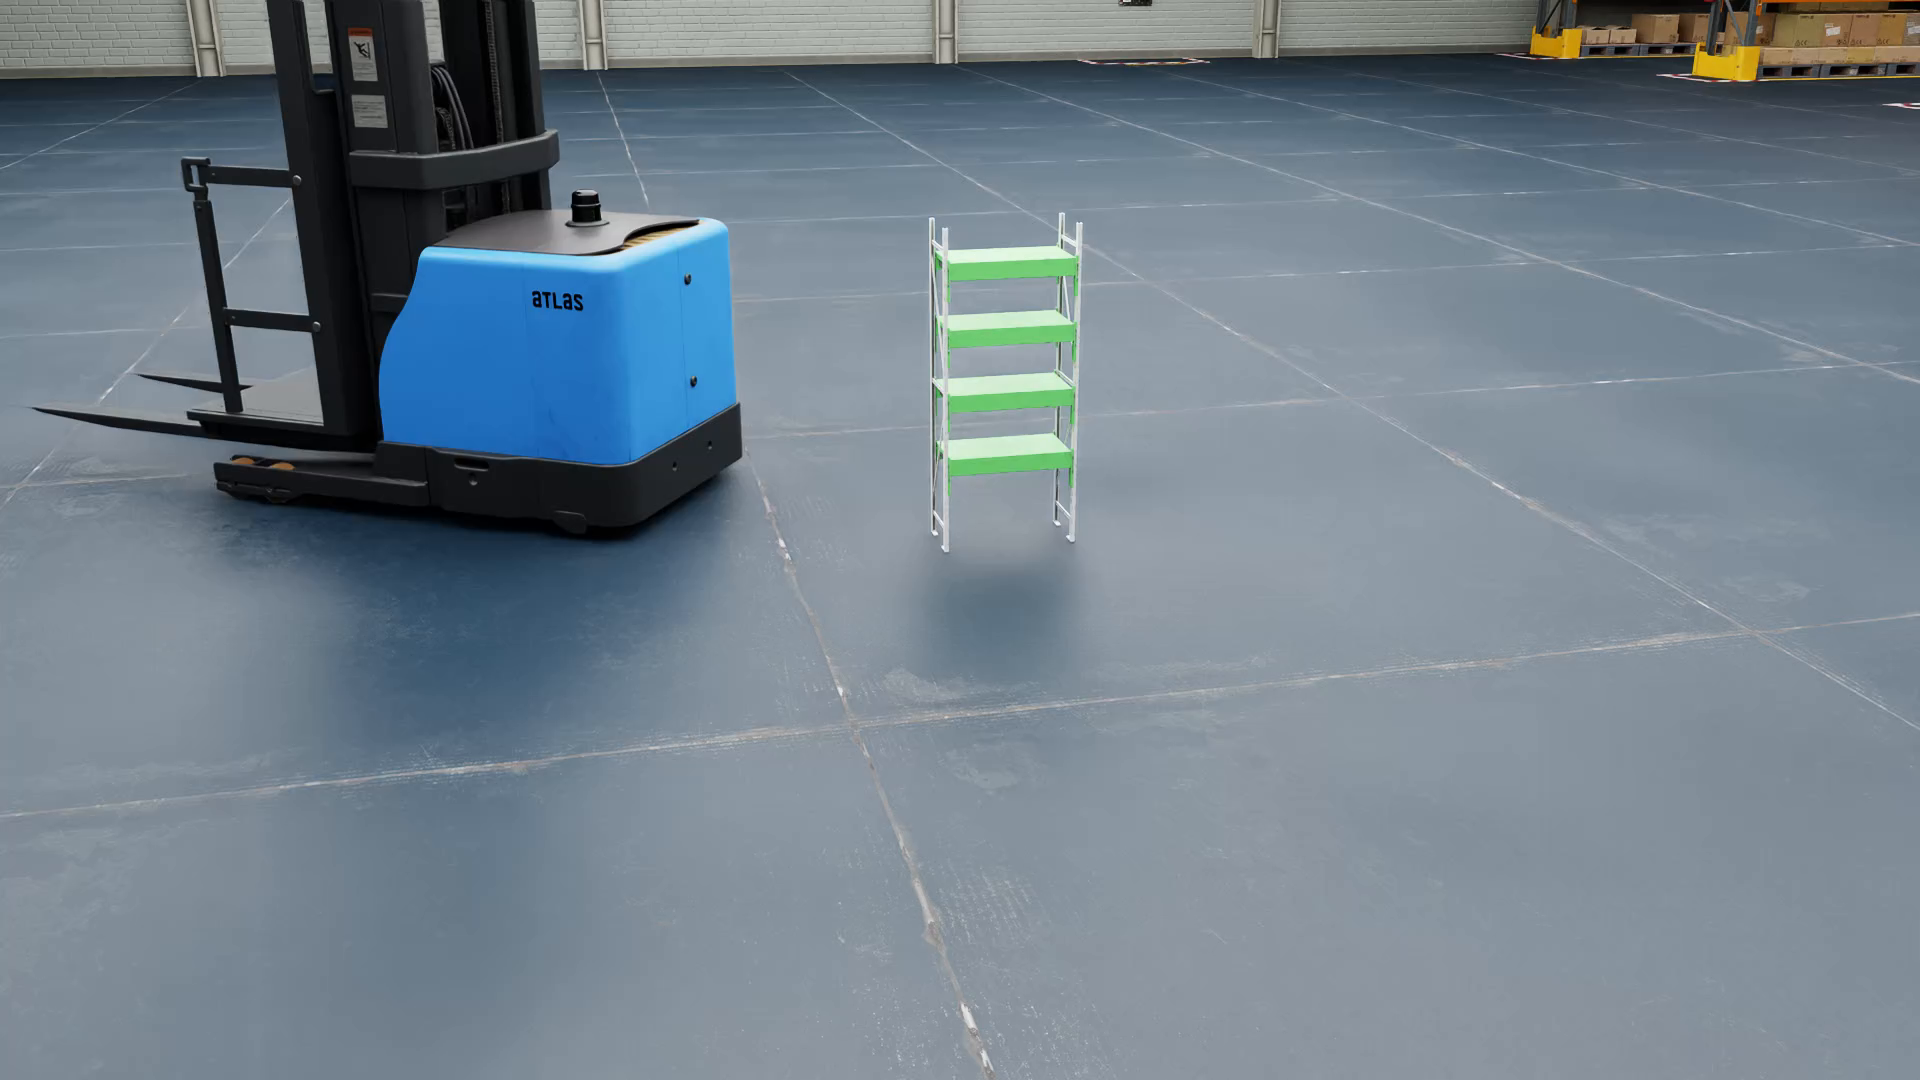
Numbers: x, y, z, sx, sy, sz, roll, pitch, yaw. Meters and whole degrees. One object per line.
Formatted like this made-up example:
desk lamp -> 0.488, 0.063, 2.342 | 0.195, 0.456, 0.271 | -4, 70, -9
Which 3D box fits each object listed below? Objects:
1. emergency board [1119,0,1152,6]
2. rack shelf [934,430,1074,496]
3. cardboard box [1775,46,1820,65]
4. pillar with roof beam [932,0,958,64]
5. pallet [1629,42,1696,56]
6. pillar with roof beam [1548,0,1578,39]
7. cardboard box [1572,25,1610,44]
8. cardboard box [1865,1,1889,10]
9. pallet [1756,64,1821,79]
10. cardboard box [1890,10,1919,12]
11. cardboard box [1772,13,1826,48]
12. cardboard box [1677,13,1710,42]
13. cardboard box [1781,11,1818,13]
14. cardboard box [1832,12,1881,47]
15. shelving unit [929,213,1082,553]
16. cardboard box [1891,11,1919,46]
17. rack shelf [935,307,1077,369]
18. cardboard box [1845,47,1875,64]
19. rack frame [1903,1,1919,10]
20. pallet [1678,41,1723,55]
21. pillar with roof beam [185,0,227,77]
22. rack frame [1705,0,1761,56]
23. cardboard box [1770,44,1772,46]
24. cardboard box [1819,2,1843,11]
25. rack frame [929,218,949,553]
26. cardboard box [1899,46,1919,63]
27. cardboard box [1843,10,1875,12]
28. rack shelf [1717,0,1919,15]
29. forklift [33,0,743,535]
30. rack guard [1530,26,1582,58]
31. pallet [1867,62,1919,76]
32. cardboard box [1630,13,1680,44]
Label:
emergency board -> 3.163, -10.062, 29.423 | 0.643, 1.169, 0.194 | -5, 21, -12
rack shelf -> 0.161, -0.291, 6.249 | 0.480, 0.148, 0.258 | -5, 21, -12
cardboard box -> 13.136, -7.632, 26.176 | 0.500, 0.250, 0.500 | -5, 21, -12
pillar with roof beam -> 0.729, -11.146, 23.660 | 0.400, 9.000, 9.100 | -5, 21, -12
pallet -> 12.991, -9.220, 31.177 | 1.213, 0.211, 1.003 | -5, 21, -12
pillar with roof beam -> 12.407, -12.096, 26.253 | 0.400, 9.000, 9.100 | -5, 21, -12
cardboard box -> 11.628, -9.344, 30.731 | 0.500, 0.311, 0.500 | -7, 21, -19
cardboard box -> 17.461, -10.295, 31.962 | 0.500, 0.250, 0.500 | -4, 21, -11
pallet -> 12.812, -7.483, 26.434 | 1.213, 0.211, 1.003 | -5, 21, -12
cardboard box -> 15.447, -8.360, 27.073 | 0.500, 0.500, 0.500 | -5, 21, -12
cardboard box -> 13.136, -7.984, 26.045 | 0.500, 0.500, 0.500 | -5, 21, -12
cardboard box -> 13.826, -9.629, 31.235 | 0.500, 0.500, 0.500 | -6, 21, -17
cardboard box -> 13.500, -8.202, 26.640 | 0.500, 0.500, 0.500 | -5, 21, -12
cardboard box -> 14.111, -8.061, 26.257 | 0.500, 0.500, 0.500 | -5, 21, -12
shelving unit -> 0.161, -0.576, 6.144 | 0.503, 1.200, 0.258 | -5, 21, -12
cardboard box -> 15.080, -8.147, 26.490 | 0.500, 0.500, 0.500 | -5, 21, -12
rack shelf -> 0.161, -0.742, 6.083 | 0.480, 0.148, 0.258 | -5, 21, -12
cardboard box -> 14.110, -7.710, 26.387 | 0.500, 0.250, 0.500 | -5, 21, -12
rack frame -> 18.719, -11.008, 32.006 | 0.127, 3.000, 1.000 | -5, 21, -12
pallet -> 14.181, -9.317, 31.444 | 1.213, 0.211, 1.003 | -5, 21, -12
pillar with roof beam -> -10.949, -10.197, 21.067 | 0.400, 9.000, 9.100 | -5, 21, -12
rack frame -> 12.077, -8.717, 25.751 | 0.127, 3.000, 1.000 | -5, 21, -12
cardboard box -> 13.015, -7.808, 26.657 | 0.500, 0.250, 0.500 | -5, 21, -12
cardboard box -> 16.472, -10.219, 31.755 | 0.500, 0.250, 0.500 | -5, 21, -14
rack frame -> -0.076, -0.557, 6.091 | 0.015, 1.200, 0.240 | -5, 21, -12
cardboard box -> 15.080, -7.794, 26.617 | 0.500, 0.250, 0.500 | -5, 21, -12
cardboard box -> 14.473, -8.281, 26.857 | 0.500, 0.500, 0.500 | -5, 21, -12
rack shelf -> 14.024, -8.538, 26.307 | 4.000, 0.370, 1.077 | -5, 21, -12
forklift -> -2.500, -1.684, 6.651 | 3.031, 2.935, 1.130 | 7, 21, 18
rack guard -> 11.008, -9.208, 30.723 | 0.348, 0.500, 1.175 | -5, 21, -12
pallet -> 15.186, -7.676, 26.962 | 1.213, 0.211, 1.003 | -5, 21, -12
cardboard box -> 12.908, -9.519, 30.935 | 0.500, 0.500, 0.700 | -6, 21, -16
